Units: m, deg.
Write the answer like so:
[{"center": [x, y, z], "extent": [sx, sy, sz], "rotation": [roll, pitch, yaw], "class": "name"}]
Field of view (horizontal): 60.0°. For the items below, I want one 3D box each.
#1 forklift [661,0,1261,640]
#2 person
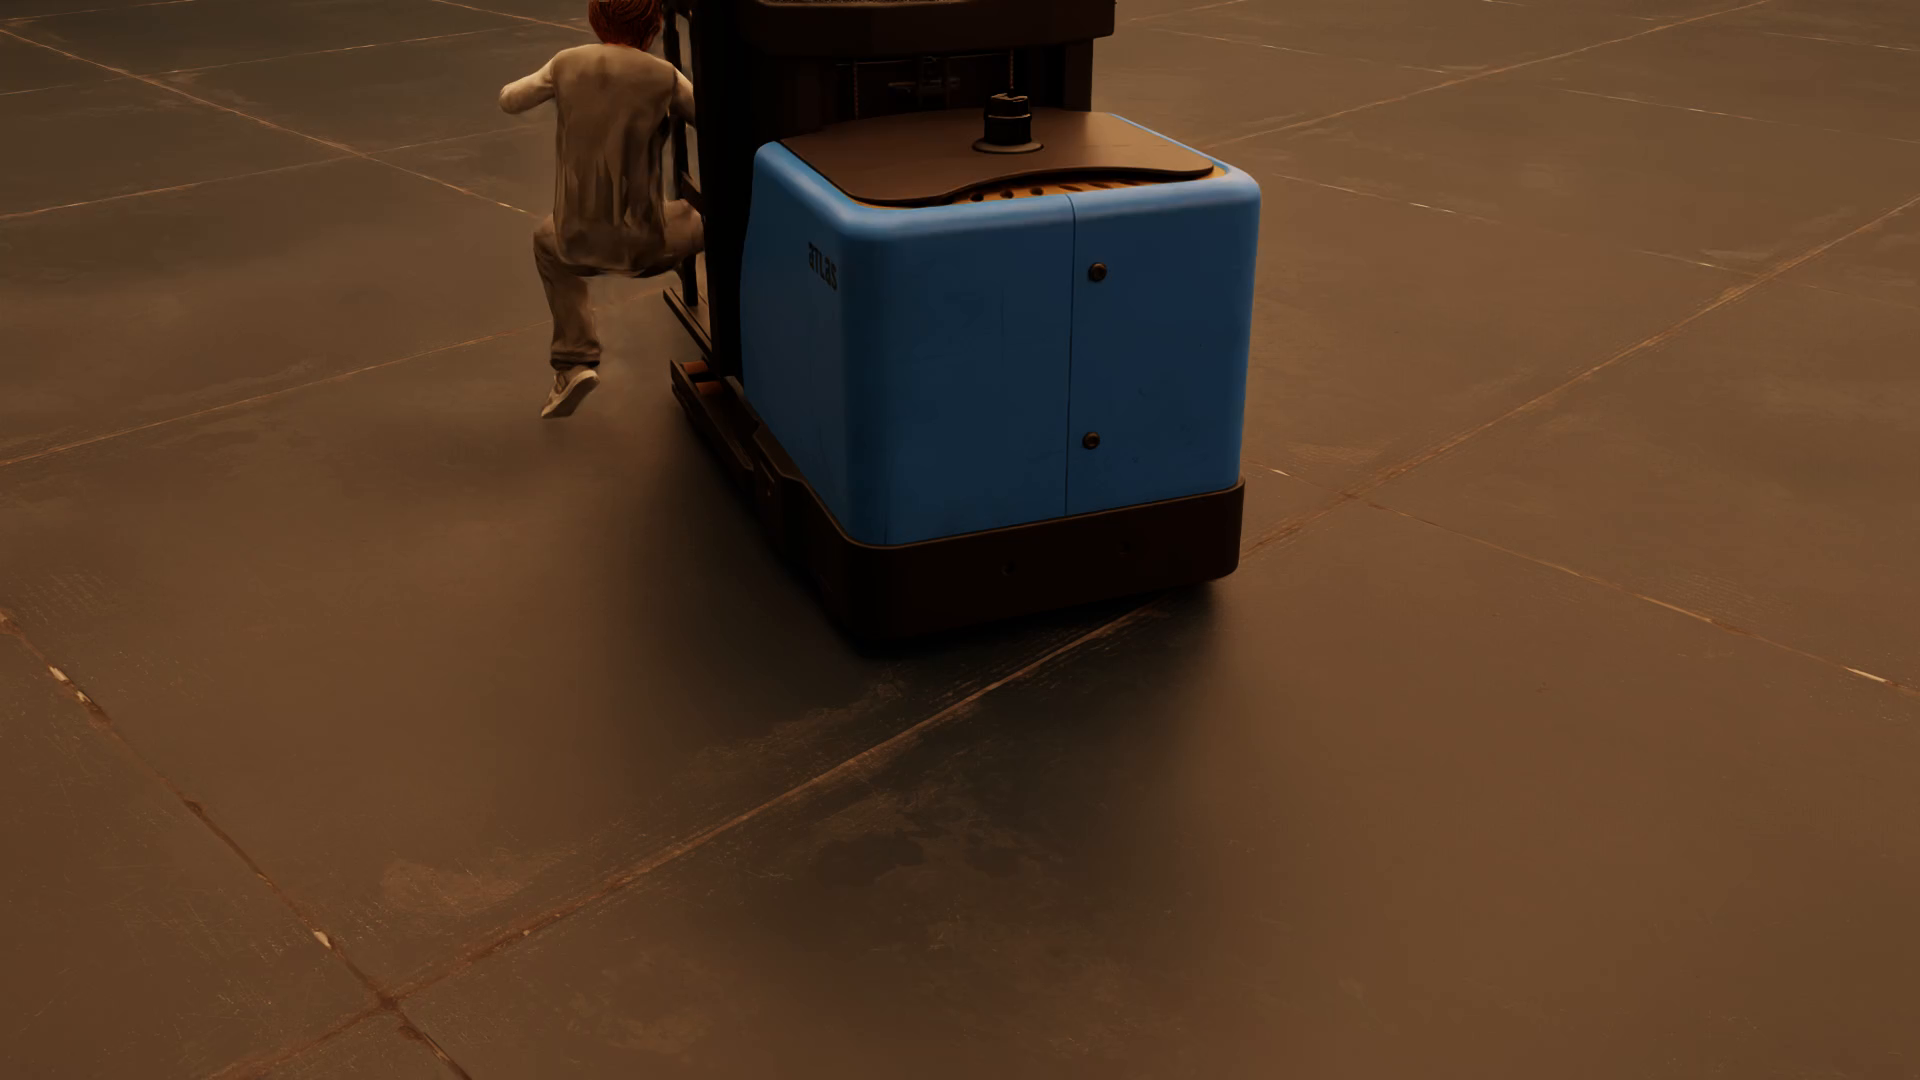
[{"center": [-0.292, -1.708, 4.697], "extent": [1.130, 2.935, 3.031], "rotation": [-10, 28, -19], "class": "forklift"}, {"center": [-0.934, -0.999, 5.009], "extent": [0.878, 1.361, 0.670], "rotation": [5, 27, 10], "class": "person"}]
